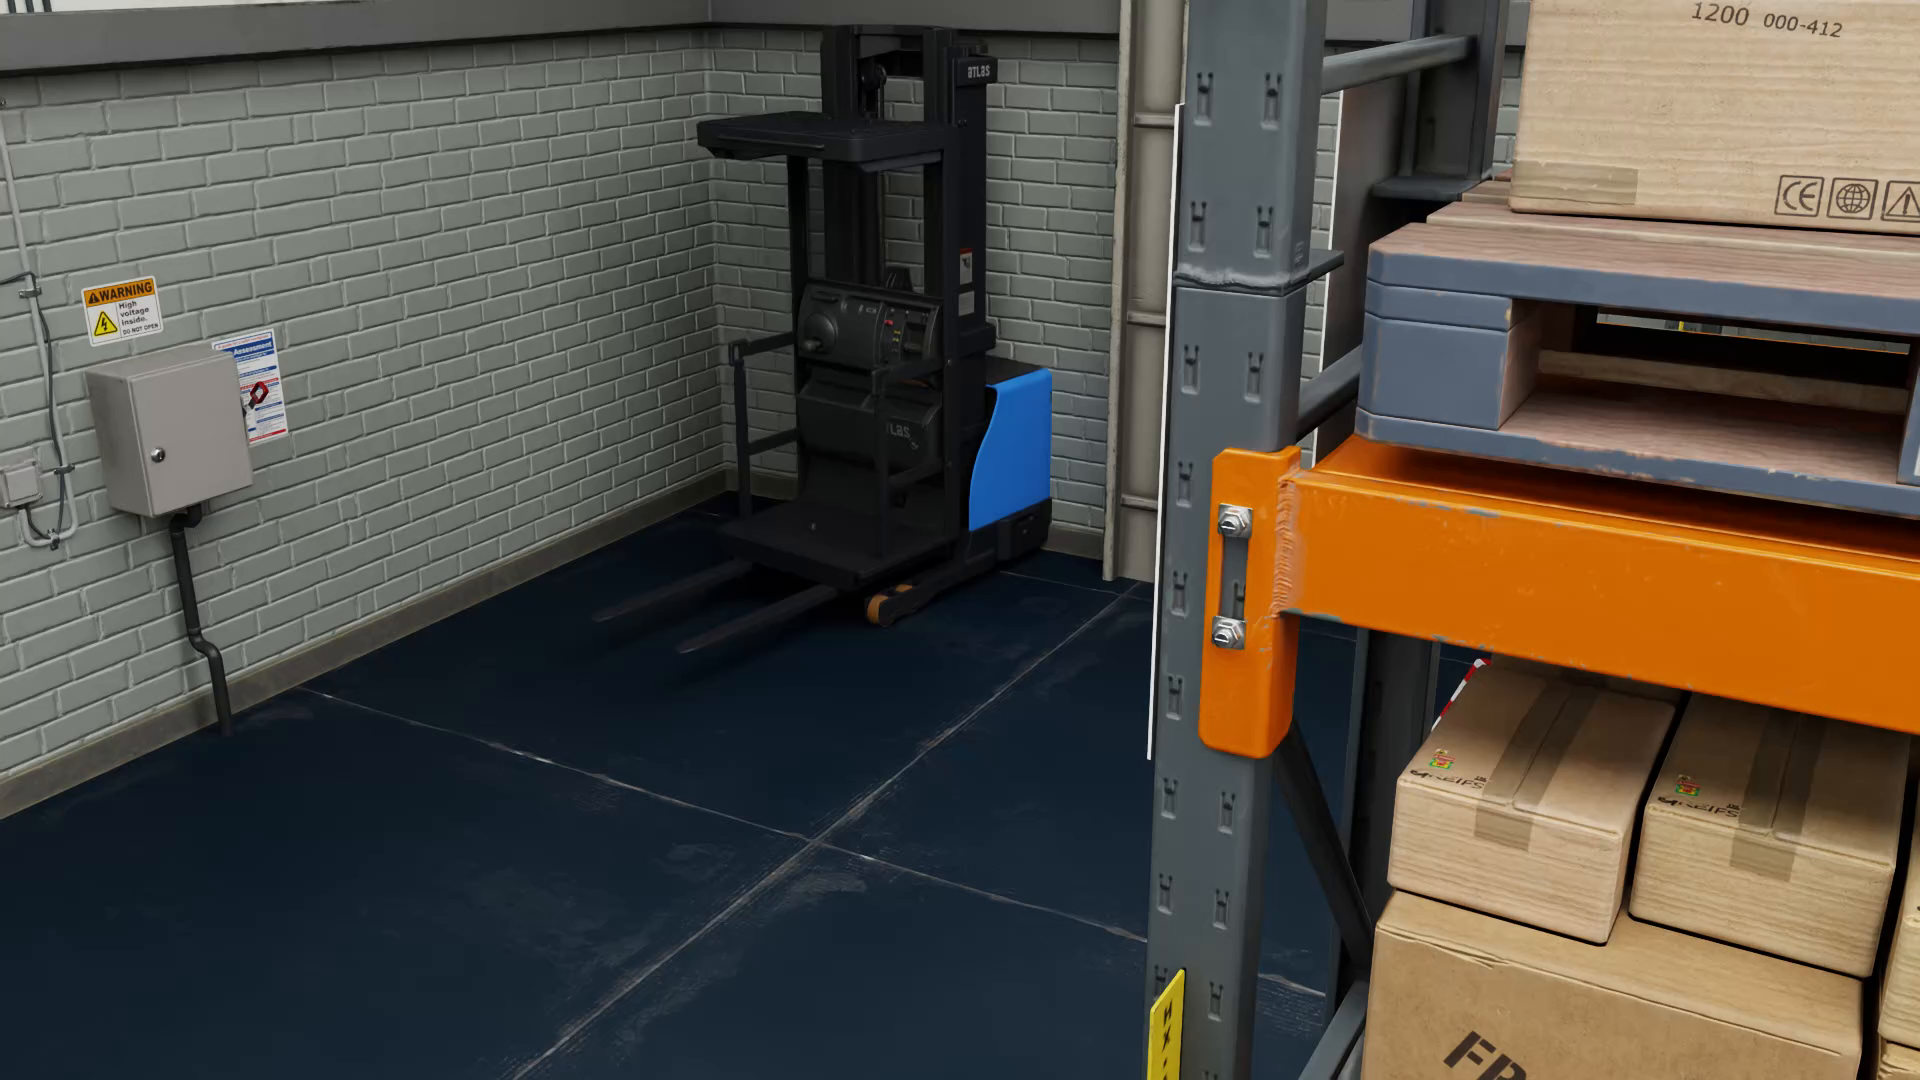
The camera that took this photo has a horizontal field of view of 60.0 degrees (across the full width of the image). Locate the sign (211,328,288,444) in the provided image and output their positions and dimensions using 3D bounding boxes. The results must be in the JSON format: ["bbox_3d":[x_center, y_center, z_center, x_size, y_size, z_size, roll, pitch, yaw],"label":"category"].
[{"bbox_3d":[-3.188,-0.678,7.475,0.001,0.494,0.329,11,23,27],"label":"sign"}]

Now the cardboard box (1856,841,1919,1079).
[{"bbox_3d":[1.269,0.722,1.863,0.500,0.500,0.500,10,22,26],"label":"cardboard box"}]

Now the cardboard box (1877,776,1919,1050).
[{"bbox_3d":[1.144,0.410,1.772,0.250,0.149,0.380,12,23,29],"label":"cardboard box"}]

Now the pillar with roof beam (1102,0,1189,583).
[{"bbox_3d":[-1.062,-2.743,4.230,0.400,9.000,9.100,11,23,27],"label":"pillar with roof beam"}]

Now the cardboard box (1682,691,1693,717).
[{"bbox_3d":[1.179,0.204,2.340,0.250,0.149,0.380,11,23,28],"label":"cardboard box"}]

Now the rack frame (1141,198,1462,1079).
[{"bbox_3d":[0.534,0.991,2.735,0.127,3.000,1.000,11,23,27],"label":"rack frame"}]

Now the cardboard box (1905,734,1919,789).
[{"bbox_3d":[1.445,0.222,2.291,0.250,0.149,0.380,11,22,27],"label":"cardboard box"}]

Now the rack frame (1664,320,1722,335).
[{"bbox_3d":[2.952,-0.488,6.810,0.127,3.000,1.000,11,23,27],"label":"rack frame"}]

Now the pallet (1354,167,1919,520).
[{"bbox_3d":[1.187,-0.257,1.907,1.213,0.211,1.003,11,23,27],"label":"pallet"}]

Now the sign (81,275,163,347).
[{"bbox_3d":[-3.456,-0.947,6.867,0.001,0.242,0.339,11,23,27],"label":"sign"}]

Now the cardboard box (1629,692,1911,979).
[{"bbox_3d":[0.973,0.333,1.985,0.250,0.149,0.380,11,23,29],"label":"cardboard box"}]

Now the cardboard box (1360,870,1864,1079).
[{"bbox_3d":[0.814,0.638,2.094,0.500,0.500,0.500,10,22,26],"label":"cardboard box"}]

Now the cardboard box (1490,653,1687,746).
[{"bbox_3d":[0.945,0.169,2.437,0.250,0.149,0.380,11,23,28],"label":"cardboard box"}]

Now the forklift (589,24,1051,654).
[{"bbox_3d":[-0.621,-1.117,8.647,1.130,2.935,3.031,15,25,36],"label":"forklift"}]

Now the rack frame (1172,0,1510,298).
[{"bbox_3d":[0.534,-1.829,1.712,0.127,3.000,1.000,11,23,27],"label":"rack frame"}]

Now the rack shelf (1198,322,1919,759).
[{"bbox_3d":[2.280,0.251,1.429,4.000,0.370,1.077,11,23,27],"label":"rack shelf"}]

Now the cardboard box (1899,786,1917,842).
[{"bbox_3d":[1.542,0.561,2.306,0.500,0.500,0.500,11,23,27],"label":"cardboard box"}]

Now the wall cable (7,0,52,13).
[{"bbox_3d":[-2.808,-3.756,6.967,0.133,3.039,2.988,11,23,27],"label":"wall cable"}]

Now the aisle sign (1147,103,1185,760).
[{"bbox_3d":[0.330,-0.157,2.087,0.004,0.787,0.394,11,23,27],"label":"aisle sign"}]

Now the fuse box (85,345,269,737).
[{"bbox_3d":[-3.248,0.065,7.178,0.414,1.711,0.539,11,23,27],"label":"fuse box"}]

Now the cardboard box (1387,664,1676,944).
[{"bbox_3d":[0.709,0.310,2.047,0.250,0.149,0.380,11,23,28],"label":"cardboard box"}]

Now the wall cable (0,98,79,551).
[{"bbox_3d":[-3.718,-0.842,6.297,0.122,1.984,0.588,11,23,27],"label":"wall cable"}]

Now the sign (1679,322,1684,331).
[{"bbox_3d":[2.687,-0.733,6.217,0.005,0.325,0.100,11,23,27],"label":"sign"}]

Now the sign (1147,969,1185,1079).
[{"bbox_3d":[0.258,0.711,2.121,0.005,0.325,0.100,11,23,27],"label":"sign"}]

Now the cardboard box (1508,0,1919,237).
[{"bbox_3d":[0.971,-0.545,2.028,0.500,0.250,0.500,9,22,22],"label":"cardboard box"}]

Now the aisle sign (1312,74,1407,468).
[{"bbox_3d":[0.623,-0.336,2.579,0.004,0.787,0.394,11,23,27],"label":"aisle sign"}]
